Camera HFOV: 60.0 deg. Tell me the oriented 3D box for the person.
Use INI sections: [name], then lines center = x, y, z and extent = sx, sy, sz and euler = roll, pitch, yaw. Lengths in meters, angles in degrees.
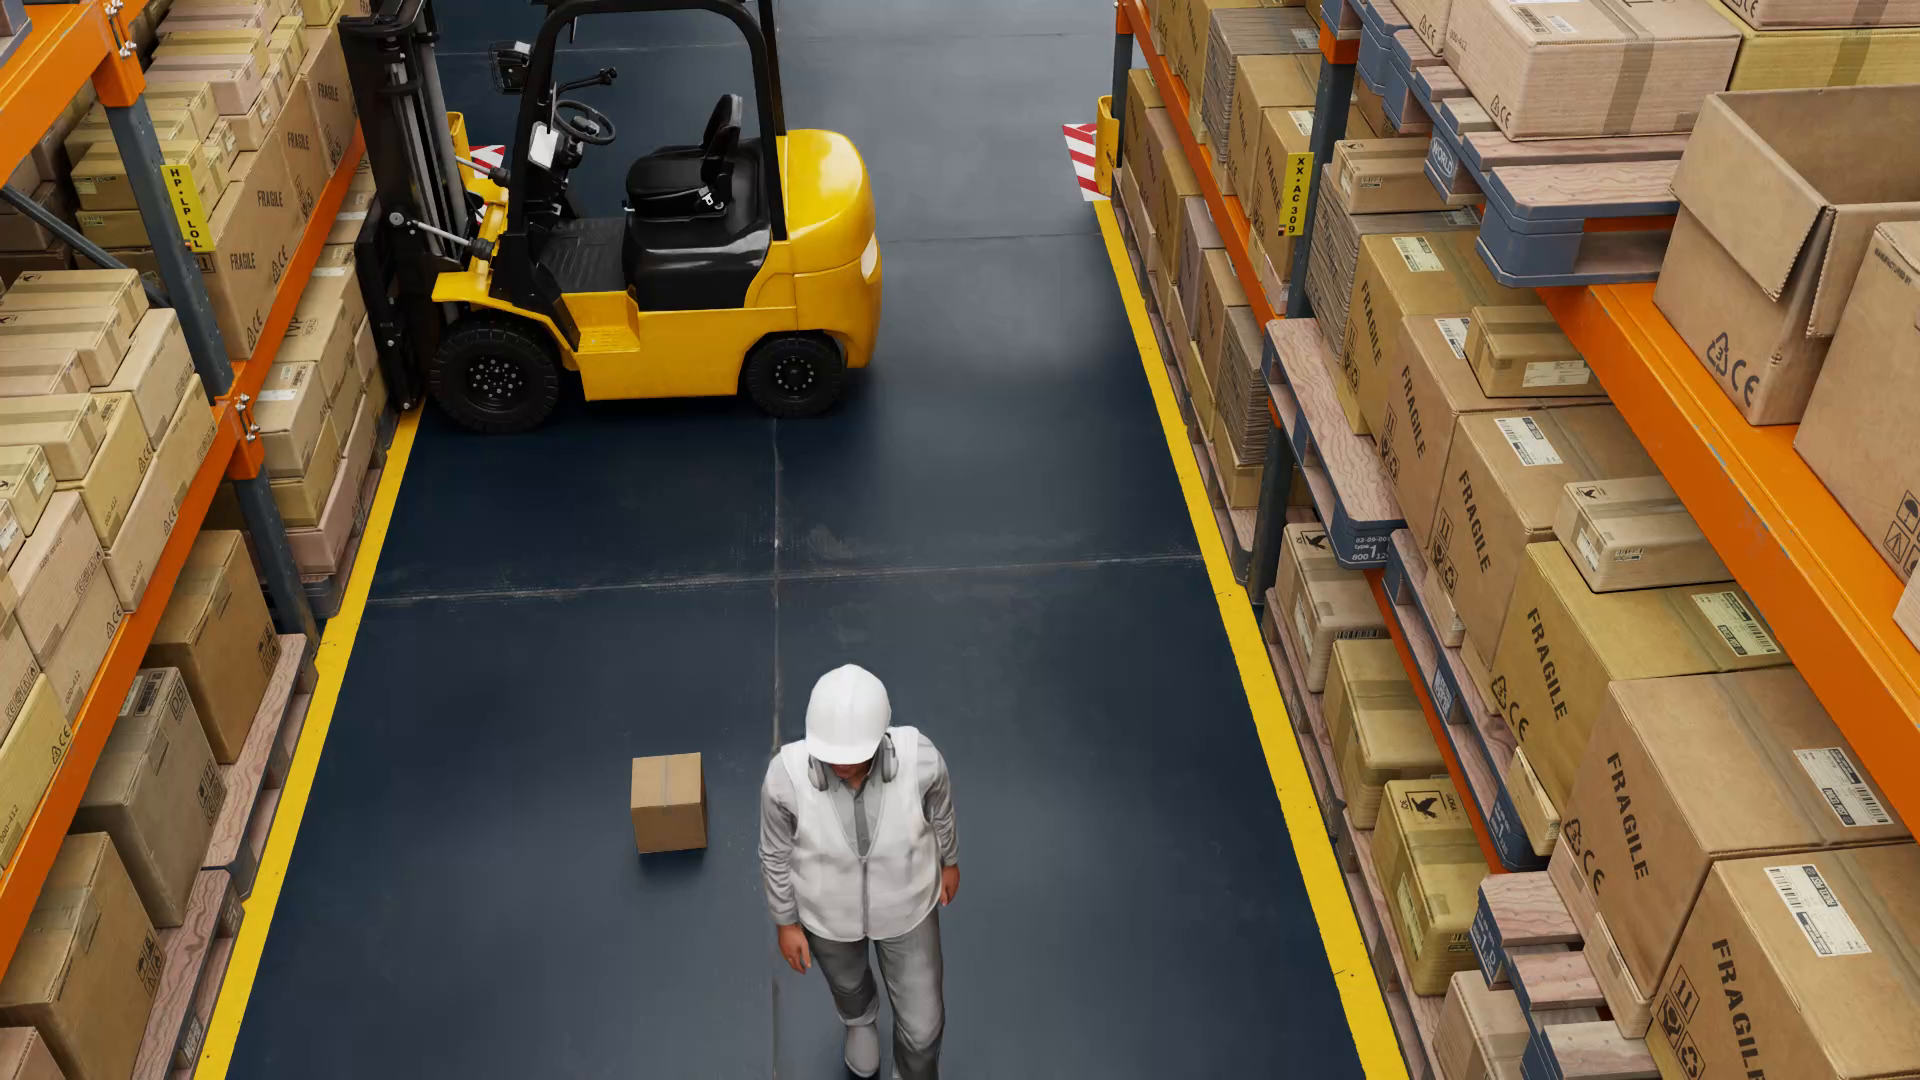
[person]
center = -0.276, 1.075, 4.832
extent = 0.578, 1.841, 0.606
euler = -3, 39, -4
